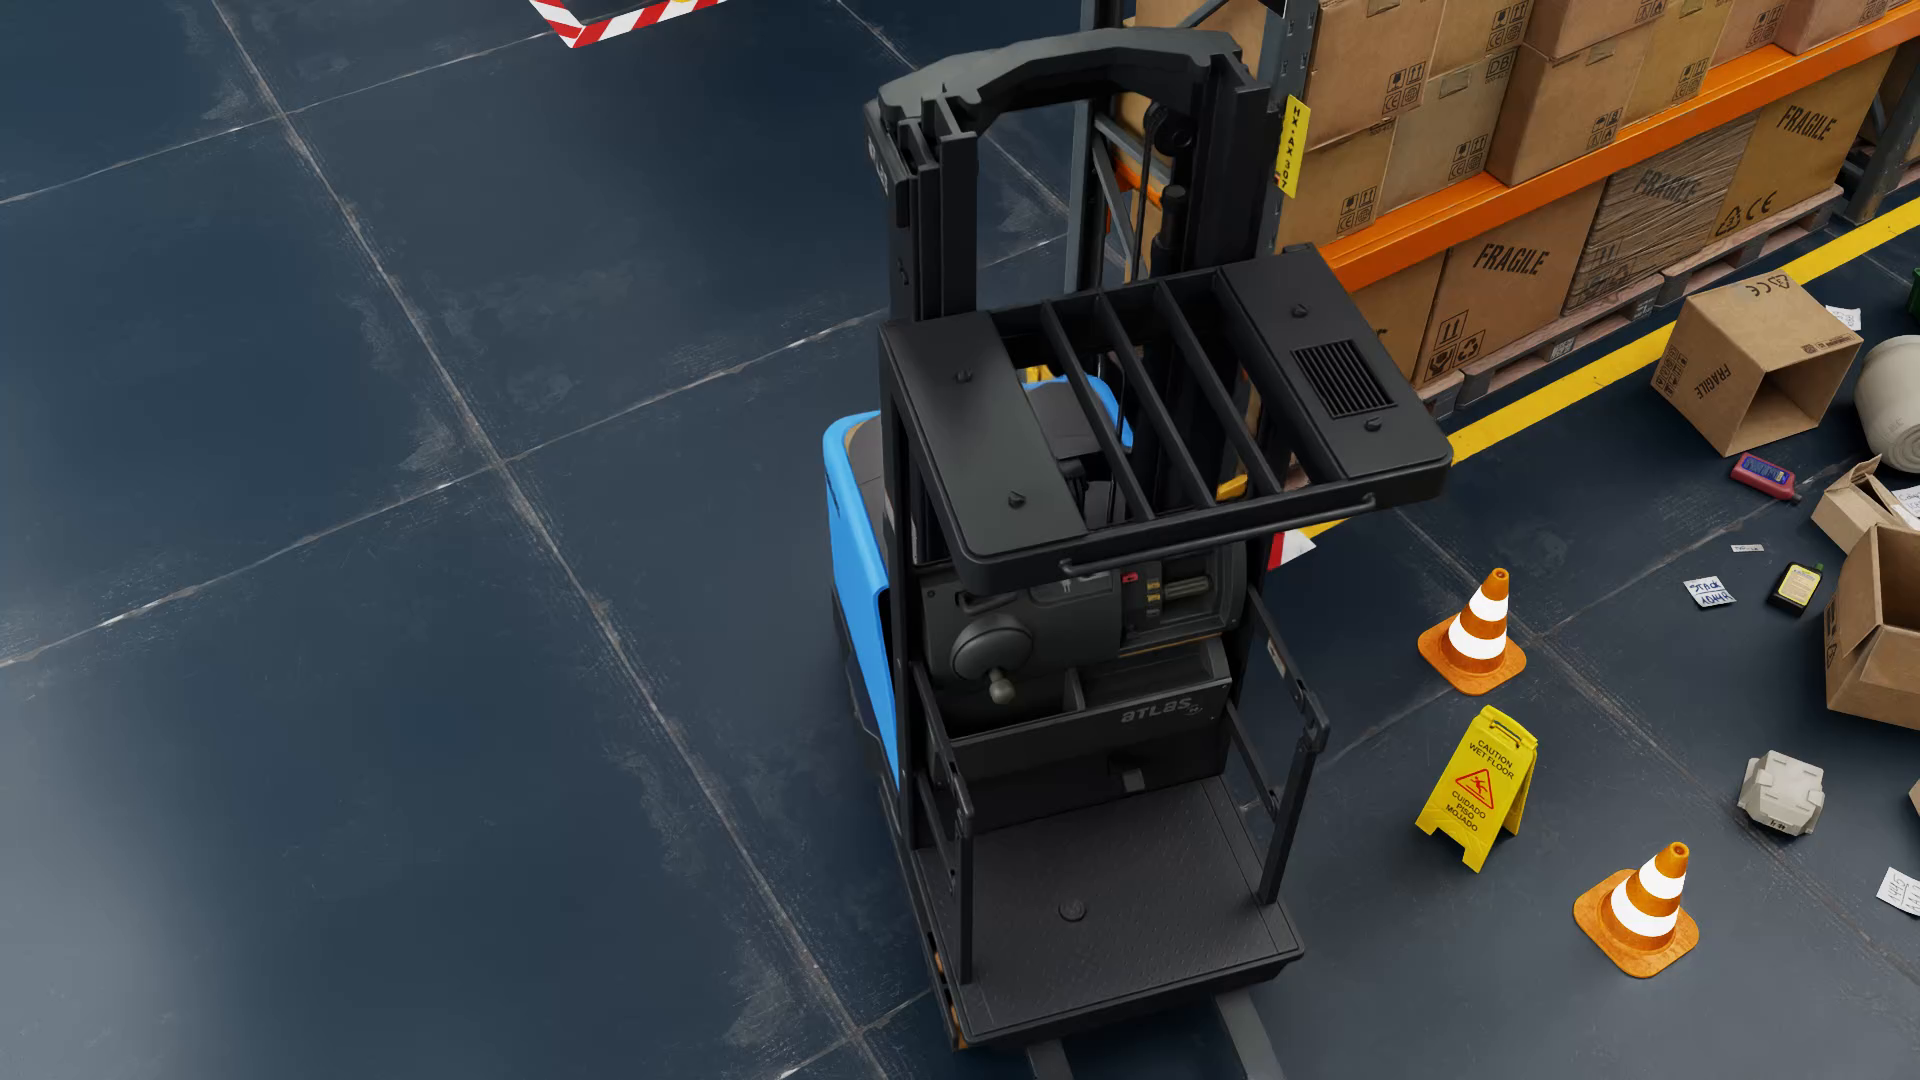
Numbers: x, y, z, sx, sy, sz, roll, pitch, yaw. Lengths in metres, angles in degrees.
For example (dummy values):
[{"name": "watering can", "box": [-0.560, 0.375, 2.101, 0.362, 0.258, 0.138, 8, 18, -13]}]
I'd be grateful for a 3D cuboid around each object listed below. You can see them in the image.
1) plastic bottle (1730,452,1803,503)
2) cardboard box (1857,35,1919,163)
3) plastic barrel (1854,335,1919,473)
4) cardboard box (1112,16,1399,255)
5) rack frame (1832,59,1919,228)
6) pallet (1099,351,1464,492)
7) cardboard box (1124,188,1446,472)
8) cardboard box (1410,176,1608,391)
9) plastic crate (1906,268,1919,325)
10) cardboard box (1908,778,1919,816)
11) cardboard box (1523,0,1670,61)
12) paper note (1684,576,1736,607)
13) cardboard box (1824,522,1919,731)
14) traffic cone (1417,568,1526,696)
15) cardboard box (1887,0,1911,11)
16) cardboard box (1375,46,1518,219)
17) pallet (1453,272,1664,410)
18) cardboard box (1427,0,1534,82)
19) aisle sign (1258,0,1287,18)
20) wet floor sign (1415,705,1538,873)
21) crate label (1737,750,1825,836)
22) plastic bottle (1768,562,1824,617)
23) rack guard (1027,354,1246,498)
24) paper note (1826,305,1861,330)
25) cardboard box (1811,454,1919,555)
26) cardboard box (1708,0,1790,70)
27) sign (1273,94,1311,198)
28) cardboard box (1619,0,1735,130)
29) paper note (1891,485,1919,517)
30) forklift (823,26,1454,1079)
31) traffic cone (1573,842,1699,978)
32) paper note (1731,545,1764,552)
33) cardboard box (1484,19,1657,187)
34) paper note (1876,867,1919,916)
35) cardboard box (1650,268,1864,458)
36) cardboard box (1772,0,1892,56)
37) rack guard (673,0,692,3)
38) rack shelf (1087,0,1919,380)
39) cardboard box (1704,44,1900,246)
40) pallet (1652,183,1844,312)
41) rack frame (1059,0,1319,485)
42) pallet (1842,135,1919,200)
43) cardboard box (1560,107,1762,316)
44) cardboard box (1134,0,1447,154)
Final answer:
[{"name": "plastic bottle", "box": [3.352, -0.252, 6.879, 0.283, 0.061, 0.133, 30, 55, 24]}, {"name": "cardboard box", "box": [4.593, -2.541, 8.175, 0.750, 0.750, 1.050, -25, 53, -21]}, {"name": "plastic barrel", "box": [3.975, -0.568, 6.917, 0.421, 0.421, 0.512, 6, 49, 5]}, {"name": "cardboard box", "box": [1.022, -1.478, 5.902, 0.550, 0.550, 0.875, -25, 53, -21]}, {"name": "rack frame", "box": [4.116, -2.845, 7.221, 0.127, 3.000, 1.000, -25, 53, -21]}, {"name": "pallet", "box": [1.367, -0.692, 7.170, 1.213, 0.211, 1.003, -25, 53, -21]}, {"name": "cardboard box", "box": [1.271, -0.996, 6.716, 0.875, 0.875, 0.875, -25, 53, -21]}, {"name": "cardboard box", "box": [2.014, -1.348, 7.029, 0.875, 0.875, 0.875, -26, 53, -21]}, {"name": "plastic crate", "box": [4.668, -1.033, 7.451, 0.662, 0.188, 0.450, -2, 38, -1]}, {"name": "cardboard box", "box": [3.489, 0.985, 5.718, 0.250, 0.149, 0.380, -2, 48, -1]}, {"name": "cardboard box", "box": [2.029, -2.199, 5.821, 0.550, 0.550, 0.875, -25, 53, -21]}, {"name": "paper note", "box": [2.930, 0.201, 6.497, 0.142, 0.017, 0.144, -9, 49, -8]}, {"name": "cardboard box", "box": [3.594, 0.366, 6.032, 0.797, 0.503, 0.637, 13, 50, 12]}, {"name": "traffic cone", "box": [1.940, 0.278, 6.138, 0.334, 0.463, 0.336, -25, 53, -21]}, {"name": "cardboard box", "box": [3.810, -2.741, 7.027, 0.550, 0.550, 0.875, -25, 53, -21]}, {"name": "cardboard box", "box": [1.476, -1.711, 6.110, 0.550, 0.550, 0.875, -25, 53, -21]}, {"name": "pallet", "box": [2.398, -1.175, 7.601, 1.213, 0.211, 1.003, -25, 53, -21]}, {"name": "cardboard box", "box": [1.483, -2.061, 5.699, 0.550, 0.550, 0.875, -25, 53, -21]}, {"name": "aisle sign", "box": [0.833, -1.898, 4.636, 0.004, 0.787, 0.394, -25, 53, -21]}, {"name": "wet floor sign", "box": [1.765, 0.794, 5.556, 0.232, 0.644, 0.267, -34, 57, -27]}, {"name": "crate label", "box": [2.887, 0.883, 5.818, 0.250, 0.136, 0.298, 21, 52, 18]}, {"name": "plastic bottle", "box": [3.277, 0.171, 6.502, 0.133, 0.061, 0.283, 30, 55, 24]}, {"name": "rack guard", "box": [0.712, -0.411, 6.726, 0.348, 0.500, 1.175, -25, 53, -21]}, {"name": "paper note", "box": [4.030, -1.018, 7.581, 0.147, 0.020, 0.142, 13, 50, 12]}, {"name": "cardboard box", "box": [3.645, -0.088, 6.596, 0.258, 0.266, 0.396, -17, 51, -15]}, {"name": "cardboard box", "box": [2.837, -2.366, 6.694, 0.550, 0.550, 0.875, -25, 53, -21]}, {"name": "sign", "box": [1.024, -1.213, 5.134, 0.005, 0.325, 0.100, -25, 53, -21]}, {"name": "cardboard box", "box": [2.443, -2.092, 6.449, 0.500, 0.550, 0.875, -25, 53, -21]}, {"name": "paper note", "box": [3.944, -0.158, 6.821, 0.155, 0.023, 0.172, -9, 49, -8]}, {"name": "forklift", "box": [0.413, 0.294, 4.470, 1.130, 2.935, 3.031, -12, 49, -10]}, {"name": "traffic cone", "box": [2.255, 1.127, 5.382, 0.334, 0.463, 0.336, -25, 53, -21]}, {"name": "paper note", "box": [3.154, 0.032, 6.660, 0.123, 0.001, 0.032, -2, 48, -1]}, {"name": "cardboard box", "box": [2.016, -1.855, 6.238, 0.550, 0.550, 0.875, -25, 53, -21]}, {"name": "paper note", "box": [3.197, 1.188, 5.617, 0.148, 0.019, 0.142, 30, 55, 24]}, {"name": "cardboard box", "box": [3.350, -0.748, 7.025, 0.500, 0.500, 0.500, -17, 51, -15]}, {"name": "cardboard box", "box": [3.357, -2.507, 6.819, 0.550, 0.550, 0.875, -25, 53, -21]}, {"name": "rack guard", "box": [-1.764, -3.623, 9.587, 0.348, 0.500, 1.175, -25, 53, -21]}, {"name": "rack shelf", "box": [2.424, -1.809, 6.780, 4.000, 0.370, 1.077, -25, 53, -21]}, {"name": "cardboard box", "box": [3.546, -2.072, 7.673, 0.875, 0.875, 0.875, -24, 53, -20]}, {"name": "pallet", "box": [3.431, -1.664, 8.036, 1.213, 0.211, 1.003, -25, 53, -21]}, {"name": "rack frame", "box": [0.733, -1.251, 5.801, 0.127, 3.000, 1.000, -25, 53, -21]}, {"name": "pallet", "box": [4.728, -2.273, 8.578, 1.213, 0.211, 1.003, -25, 53, -21]}, {"name": "cardboard box", "box": [2.786, -1.710, 7.351, 0.875, 0.875, 0.875, -25, 53, -21]}, {"name": "cardboard box", "box": [1.067, -1.784, 5.452, 0.550, 0.550, 0.875, -25, 53, -21]}]
